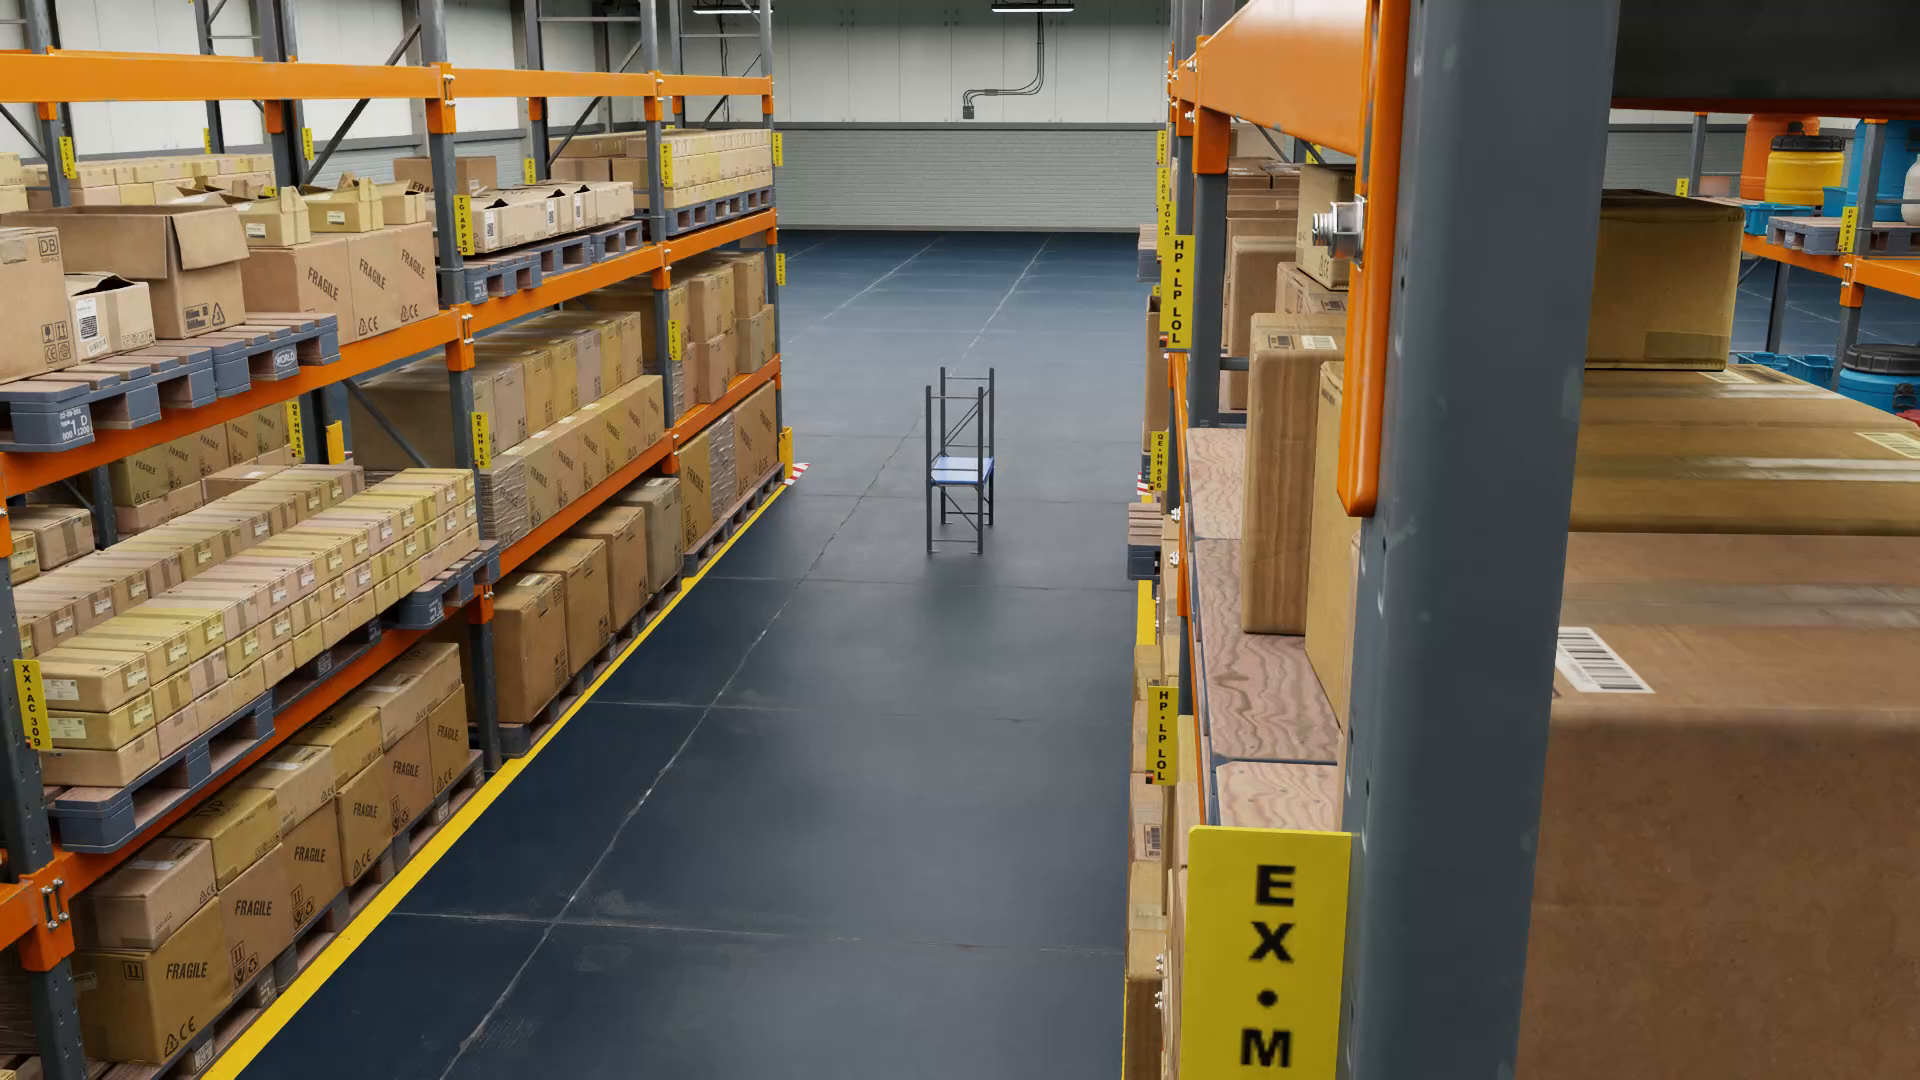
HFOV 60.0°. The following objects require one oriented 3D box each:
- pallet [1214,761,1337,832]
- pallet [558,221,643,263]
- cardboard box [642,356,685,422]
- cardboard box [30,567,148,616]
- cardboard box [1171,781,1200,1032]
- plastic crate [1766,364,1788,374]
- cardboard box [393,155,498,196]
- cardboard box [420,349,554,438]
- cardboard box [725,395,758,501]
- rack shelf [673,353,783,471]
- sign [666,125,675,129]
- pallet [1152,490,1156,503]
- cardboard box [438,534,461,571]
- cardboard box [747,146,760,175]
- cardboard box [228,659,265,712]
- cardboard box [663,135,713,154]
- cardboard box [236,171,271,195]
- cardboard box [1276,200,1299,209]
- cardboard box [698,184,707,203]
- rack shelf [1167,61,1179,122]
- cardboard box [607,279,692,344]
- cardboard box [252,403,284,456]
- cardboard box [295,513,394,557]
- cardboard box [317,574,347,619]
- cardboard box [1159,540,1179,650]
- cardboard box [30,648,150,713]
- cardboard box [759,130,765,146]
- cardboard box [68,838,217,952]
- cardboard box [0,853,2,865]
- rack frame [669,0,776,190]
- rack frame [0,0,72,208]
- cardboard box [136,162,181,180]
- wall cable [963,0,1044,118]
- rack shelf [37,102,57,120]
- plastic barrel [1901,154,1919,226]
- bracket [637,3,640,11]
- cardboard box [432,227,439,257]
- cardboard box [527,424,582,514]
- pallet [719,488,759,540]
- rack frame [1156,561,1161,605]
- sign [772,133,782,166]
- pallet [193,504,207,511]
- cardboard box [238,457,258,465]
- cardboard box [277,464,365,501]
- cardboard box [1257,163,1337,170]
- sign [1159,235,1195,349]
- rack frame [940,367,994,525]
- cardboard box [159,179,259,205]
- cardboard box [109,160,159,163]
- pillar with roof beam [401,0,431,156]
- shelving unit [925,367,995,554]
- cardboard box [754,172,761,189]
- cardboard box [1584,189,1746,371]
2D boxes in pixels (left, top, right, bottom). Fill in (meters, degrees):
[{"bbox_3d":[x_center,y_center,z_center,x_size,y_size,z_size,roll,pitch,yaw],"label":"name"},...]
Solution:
[{"bbox_3d":[0.794,0.585,1.765,1.003,0.211,1.213,2,15,6],"label":"pallet"},{"bbox_3d":[-2.896,-2.218,12.328,0.805,0.209,1.217,1,15,4],"label":"pallet"},{"bbox_3d":[-2.812,-1.271,13.915,0.875,0.550,0.550,2,15,6],"label":"cardboard box"},{"bbox_3d":[-3.772,0.226,7.205,0.380,0.149,0.250,1,15,4],"label":"cardboard box"},{"bbox_3d":[0.801,0.956,4.248,0.500,0.500,0.500,2,15,6],"label":"cardboard box"},{"bbox_3d":[7.610,-1.443,15.124,0.499,0.251,0.408,2,15,6],"label":"plastic crate"},{"bbox_3d":[-3.375,-2.271,10.968,0.500,0.500,0.500,2,15,6],"label":"cardboard box"},{"bbox_3d":[-3.121,-0.976,11.006,0.700,0.500,0.500,1,15,5],"label":"cardboard box"},{"bbox_3d":[-2.498,-0.910,16.137,0.875,0.875,0.875,1,15,5],"label":"cardboard box"},{"bbox_3d":[-2.616,-1.274,15.591,1.077,0.370,4.000,2,15,6],"label":"rack shelf"},{"bbox_3d":[-2.941,-4.066,16.966,0.100,0.325,0.005,2,15,6],"label":"sign"},{"bbox_3d":[2.391,-0.392,16.294,1.003,0.211,1.213,2,15,6],"label":"pallet"},{"bbox_3d":[-2.922,0.060,8.959,0.380,0.149,0.250,2,15,6],"label":"cardboard box"},{"bbox_3d":[-2.225,-3.645,15.958,0.500,0.250,0.500,2,15,6],"label":"cardboard box"},{"bbox_3d":[-3.156,0.601,6.958,0.380,0.149,0.250,2,15,7],"label":"cardboard box"},{"bbox_3d":[-2.350,-3.414,14.339,0.380,0.149,0.250,2,15,7],"label":"cardboard box"},{"bbox_3d":[-7.182,-3.508,16.446,0.500,0.250,0.500,1,15,5],"label":"cardboard box"},{"bbox_3d":[1.617,-1.205,7.215,0.500,0.500,0.500,3,15,9],"label":"cardboard box"},{"bbox_3d":[-2.377,-2.961,14.193,0.380,0.149,0.250,1,15,5],"label":"cardboard box"},{"bbox_3d":[1.850,-2.767,10.387,1.077,0.370,4.000,2,15,6],"label":"rack shelf"},{"bbox_3d":[-2.819,-1.937,14.309,0.875,0.550,0.550,2,15,6],"label":"cardboard box"},{"bbox_3d":[-7.207,-1.146,16.767,0.500,0.500,0.500,2,15,8],"label":"cardboard box"},{"bbox_3d":[-3.012,-0.028,8.144,0.380,0.149,0.250,2,15,6],"label":"cardboard box"},{"bbox_3d":[-3.069,0.253,7.673,0.380,0.149,0.250,1,15,5],"label":"cardboard box"},{"bbox_3d":[1.243,0.311,8.161,0.500,0.500,0.500,1,15,5],"label":"cardboard box"},{"bbox_3d":[-3.243,0.516,6.134,0.380,0.149,0.250,2,15,9],"label":"cardboard box"},{"bbox_3d":[-2.121,-3.940,16.286,0.380,0.149,0.250,2,15,7],"label":"cardboard box"},{"bbox_3d":[-3.399,1.431,6.759,0.500,0.250,0.500,1,15,4],"label":"cardboard box"},{"bbox_3d":[-3.518,0.915,5.359,0.500,0.500,0.500,2,15,6],"label":"cardboard box"},{"bbox_3d":[-2.390,-5.036,16.633,1.000,3.000,0.127,2,15,6],"label":"rack frame"},{"bbox_3d":[-7.772,-4.118,13.238,1.000,3.000,0.127,2,15,6],"label":"rack frame"},{"bbox_3d":[-7.319,-3.345,15.080,0.380,0.149,0.250,1,15,5],"label":"cardboard box"},{"bbox_3d":[1.236,-15.010,47.006,2.305,6.003,0.169,2,15,6],"label":"wall cable"},{"bbox_3d":[-7.997,-3.059,11.466,1.077,0.370,4.000,2,15,6],"label":"rack shelf"},{"bbox_3d":[7.240,-2.594,12.333,0.421,0.512,0.421,0,15,0],"label":"plastic barrel"},{"bbox_3d":[-9.174,-15.377,47.980,0.235,0.232,0.430,2,15,6],"label":"bracket"},{"bbox_3d":[-3.096,-1.724,9.619,0.380,0.149,0.250,1,15,4],"label":"cardboard box"},{"bbox_3d":[-2.862,-0.484,11.102,0.500,0.500,0.500,2,15,6],"label":"cardboard box"},{"bbox_3d":[-2.543,-0.268,15.837,1.003,0.211,1.213,2,15,6],"label":"pallet"},{"bbox_3d":[2.075,-0.930,12.942,1.000,3.000,0.127,2,15,6],"label":"rack frame"},{"bbox_3d":[-1.853,-3.957,16.847,0.100,0.325,0.005,2,15,6],"label":"sign"},{"bbox_3d":[-7.596,-0.368,16.207,1.003,0.211,1.213,2,15,6],"label":"pallet"},{"bbox_3d":[-7.264,-0.647,16.359,0.500,0.250,0.500,1,15,4],"label":"cardboard box"},{"bbox_3d":[-3.538,-0.318,9.216,0.380,0.149,0.250,2,15,6],"label":"cardboard box"},{"bbox_3d":[2.043,-2.006,10.027,0.500,0.500,0.500,1,15,5],"label":"cardboard box"},{"bbox_3d":[0.632,-0.718,4.818,0.100,0.325,0.005,2,15,6],"label":"sign"},{"bbox_3d":[0.067,-0.878,15.624,0.500,1.500,0.032,2,15,6],"label":"rack frame"},{"bbox_3d":[-3.660,-1.633,8.137,0.396,0.266,0.258,2,15,6],"label":"cardboard box"},{"bbox_3d":[-7.766,-3.491,15.620,0.380,0.149,0.250,2,15,7],"label":"cardboard box"},{"bbox_3d":[-6.918,-9.688,33.839,9.100,9.000,0.400,2,15,6],"label":"pillar with roof beam"},{"bbox_3d":[0.010,-0.746,15.136,0.538,1.500,1.048,2,15,6],"label":"shelving unit"},{"bbox_3d":[-2.149,-3.489,16.145,0.380,0.149,0.250,2,15,7],"label":"cardboard box"},{"bbox_3d":[0.959,-0.450,2.798,0.500,0.250,0.500,1,15,4],"label":"cardboard box"}]
